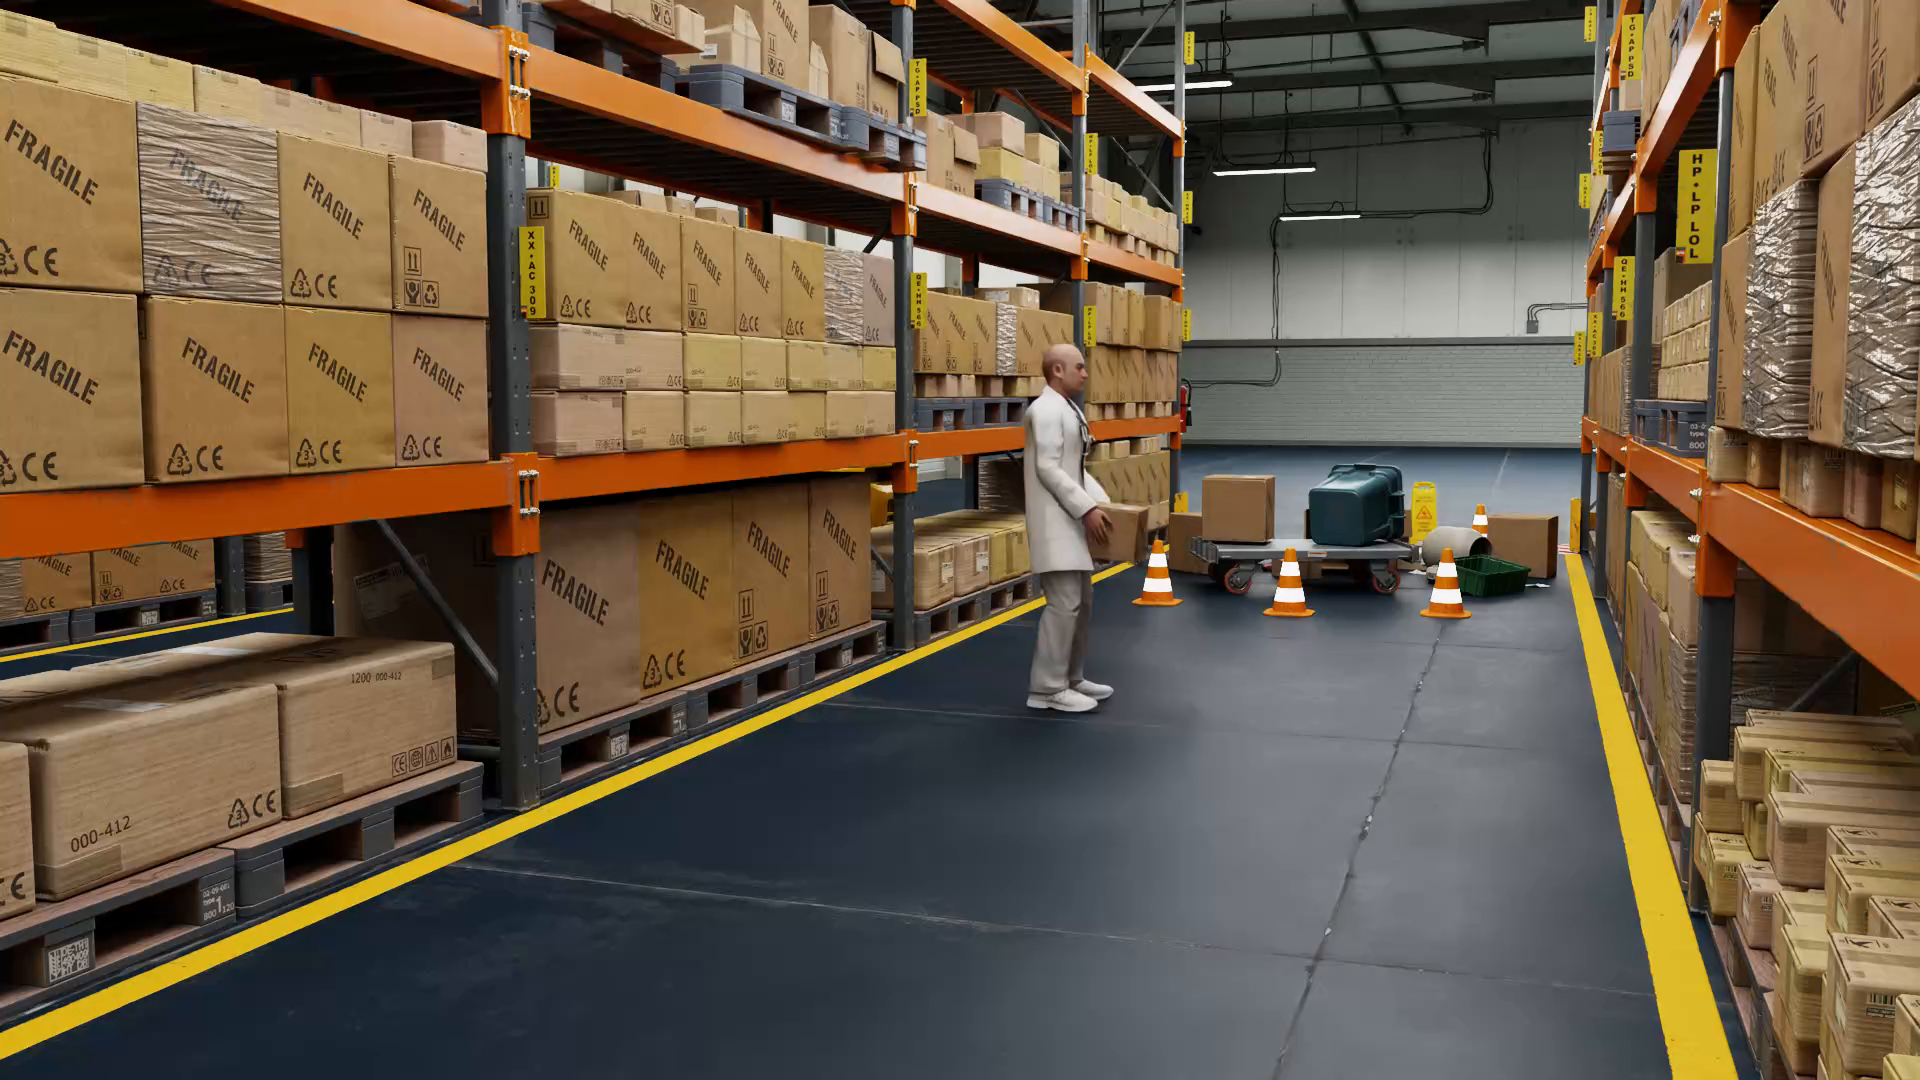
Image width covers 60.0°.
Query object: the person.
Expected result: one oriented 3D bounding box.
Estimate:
[{"bbox_3d":[0.554,-0.072,8.197,0.467,1.782,0.575,2,5,18],"label":"person"}]
